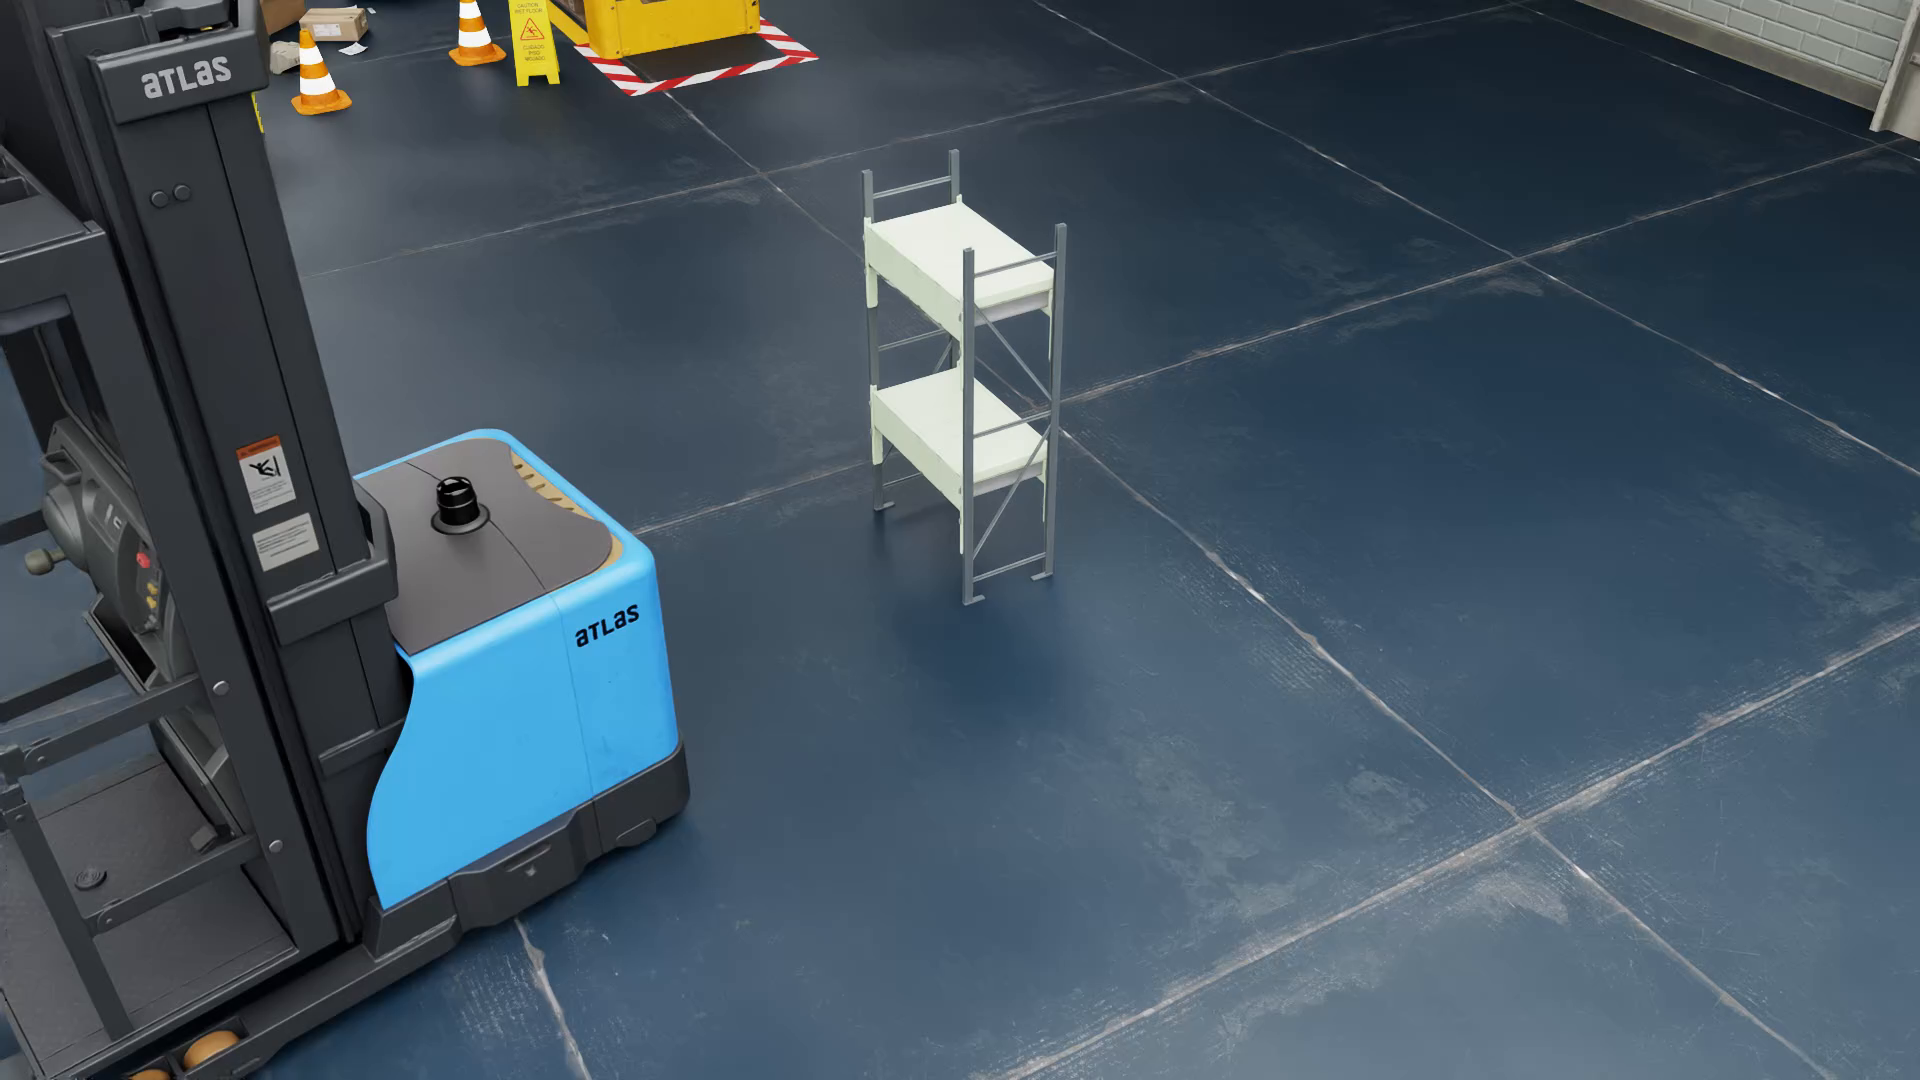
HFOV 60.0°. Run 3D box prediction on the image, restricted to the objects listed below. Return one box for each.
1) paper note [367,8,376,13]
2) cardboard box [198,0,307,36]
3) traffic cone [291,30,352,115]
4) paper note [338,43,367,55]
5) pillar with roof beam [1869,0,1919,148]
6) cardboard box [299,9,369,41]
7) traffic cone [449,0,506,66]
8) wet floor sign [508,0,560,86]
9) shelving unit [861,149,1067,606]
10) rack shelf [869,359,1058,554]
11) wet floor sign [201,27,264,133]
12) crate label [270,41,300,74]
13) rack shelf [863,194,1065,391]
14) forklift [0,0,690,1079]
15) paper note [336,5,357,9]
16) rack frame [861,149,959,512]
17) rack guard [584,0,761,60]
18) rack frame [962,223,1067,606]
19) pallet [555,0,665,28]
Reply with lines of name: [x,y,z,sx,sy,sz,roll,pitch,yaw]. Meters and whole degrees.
paper note: [-4.231,-3.807,11.954,0.032,0.001,0.123,-19,40,-24]
cardboard box: [-4.996,-3.782,11.502,0.637,0.503,0.797,12,38,16]
traffic cone: [-4.045,-2.955,10.404,0.336,0.463,0.334,-19,40,-24]
paper note: [-4.121,-3.338,11.295,0.142,0.019,0.148,26,44,31]
pillar with roof beam: [2.087,-4.827,5.729,9.100,9.000,0.400,-19,40,-24]
cardboard box: [-4.329,-3.563,11.502,0.380,0.149,0.250,0,36,0]
traffic cone: [-3.256,-3.458,11.092,0.336,0.463,0.334,-19,40,-24]
wet floor sign: [-2.754,-3.280,10.694,0.267,0.644,0.232,-6,37,-8]
shelving unit: [0.003,-0.602,6.303,0.431,1.500,0.755,-19,40,-24]
rack shelf: [0.003,-0.339,6.495,0.431,0.370,0.720,-19,40,-24]
wet floor sign: [-4.427,-2.748,9.965,0.267,0.644,0.232,-26,44,-31]
crate label: [-4.493,-3.206,11.024,0.298,0.136,0.250,19,40,24]
rack shelf: [0.003,-0.917,6.073,0.431,0.370,0.720,-19,40,-24]
forklift: [-2.330,0.079,4.157,3.031,2.935,1.130,-27,44,-32]
paper note: [-4.418,-3.811,11.952,0.148,0.019,0.142,-6,37,-8]
rack frame: [-0.181,-0.789,6.559,0.400,1.500,0.023,-19,40,-24]
rack guard: [-1.963,-3.674,11.357,1.175,0.500,0.348,-19,40,-24]
rack frame: [0.187,-0.416,6.047,0.400,1.500,0.023,-19,40,-24]
pallet: [-2.340,-3.982,12.024,1.003,0.211,1.213,-19,40,-24]
